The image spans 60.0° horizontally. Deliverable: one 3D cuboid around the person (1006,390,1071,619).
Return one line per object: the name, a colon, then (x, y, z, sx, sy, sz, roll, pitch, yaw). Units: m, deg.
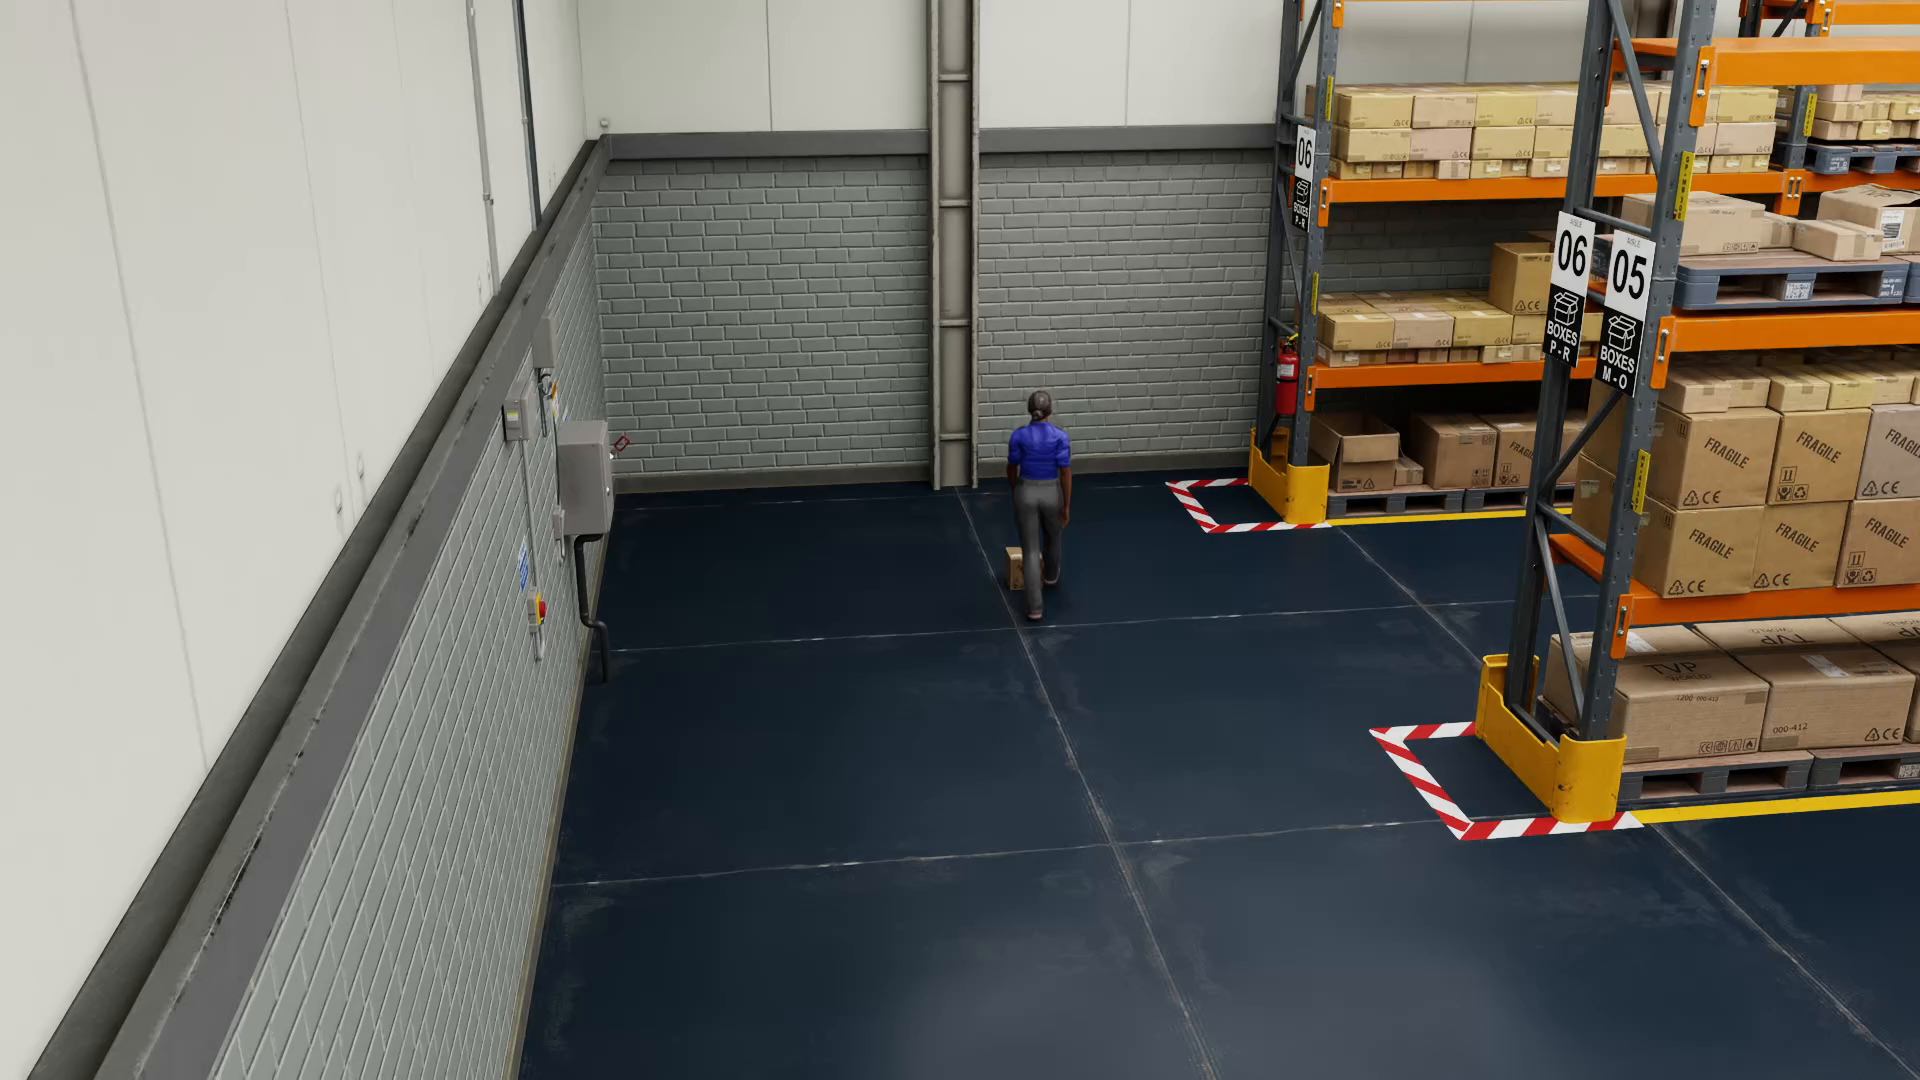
person: (0.548, -0.329, 11.950, 0.451, 1.618, 0.920, -1, 20, -2)
